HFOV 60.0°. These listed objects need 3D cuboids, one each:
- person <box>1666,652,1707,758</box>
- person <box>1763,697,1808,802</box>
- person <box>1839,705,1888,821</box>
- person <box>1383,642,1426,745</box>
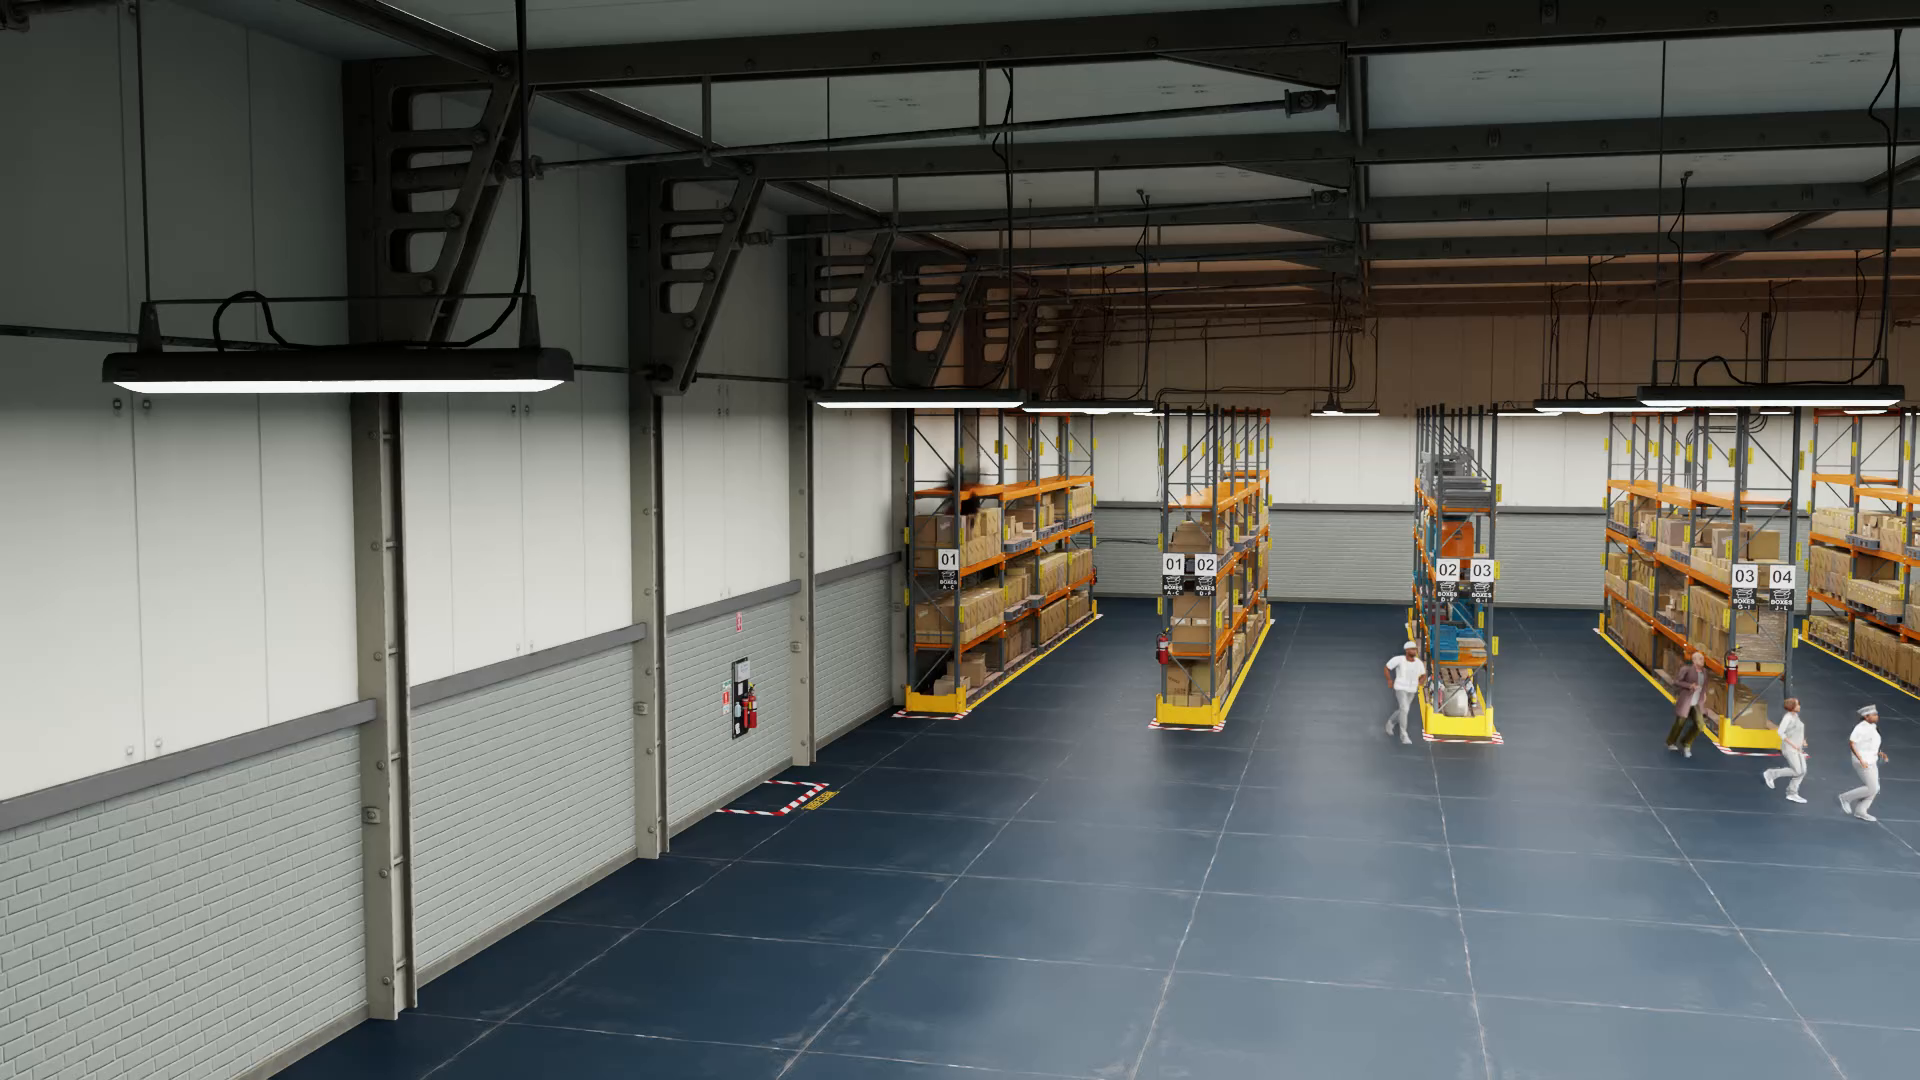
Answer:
[{"bbox_3d":[12.485,2.804,28.317,0.712,1.791,0.764,0,4,-3],"label":"person"},{"bbox_3d":[12.426,3.135,24.980,0.591,1.562,0.541,4,6,43],"label":"person"},{"bbox_3d":[12.941,3.166,23.799,0.593,1.669,0.555,-4,6,-44],"label":"person"},{"bbox_3d":[7.964,2.687,29.650,0.716,1.763,0.855,-2,4,-20],"label":"person"}]
